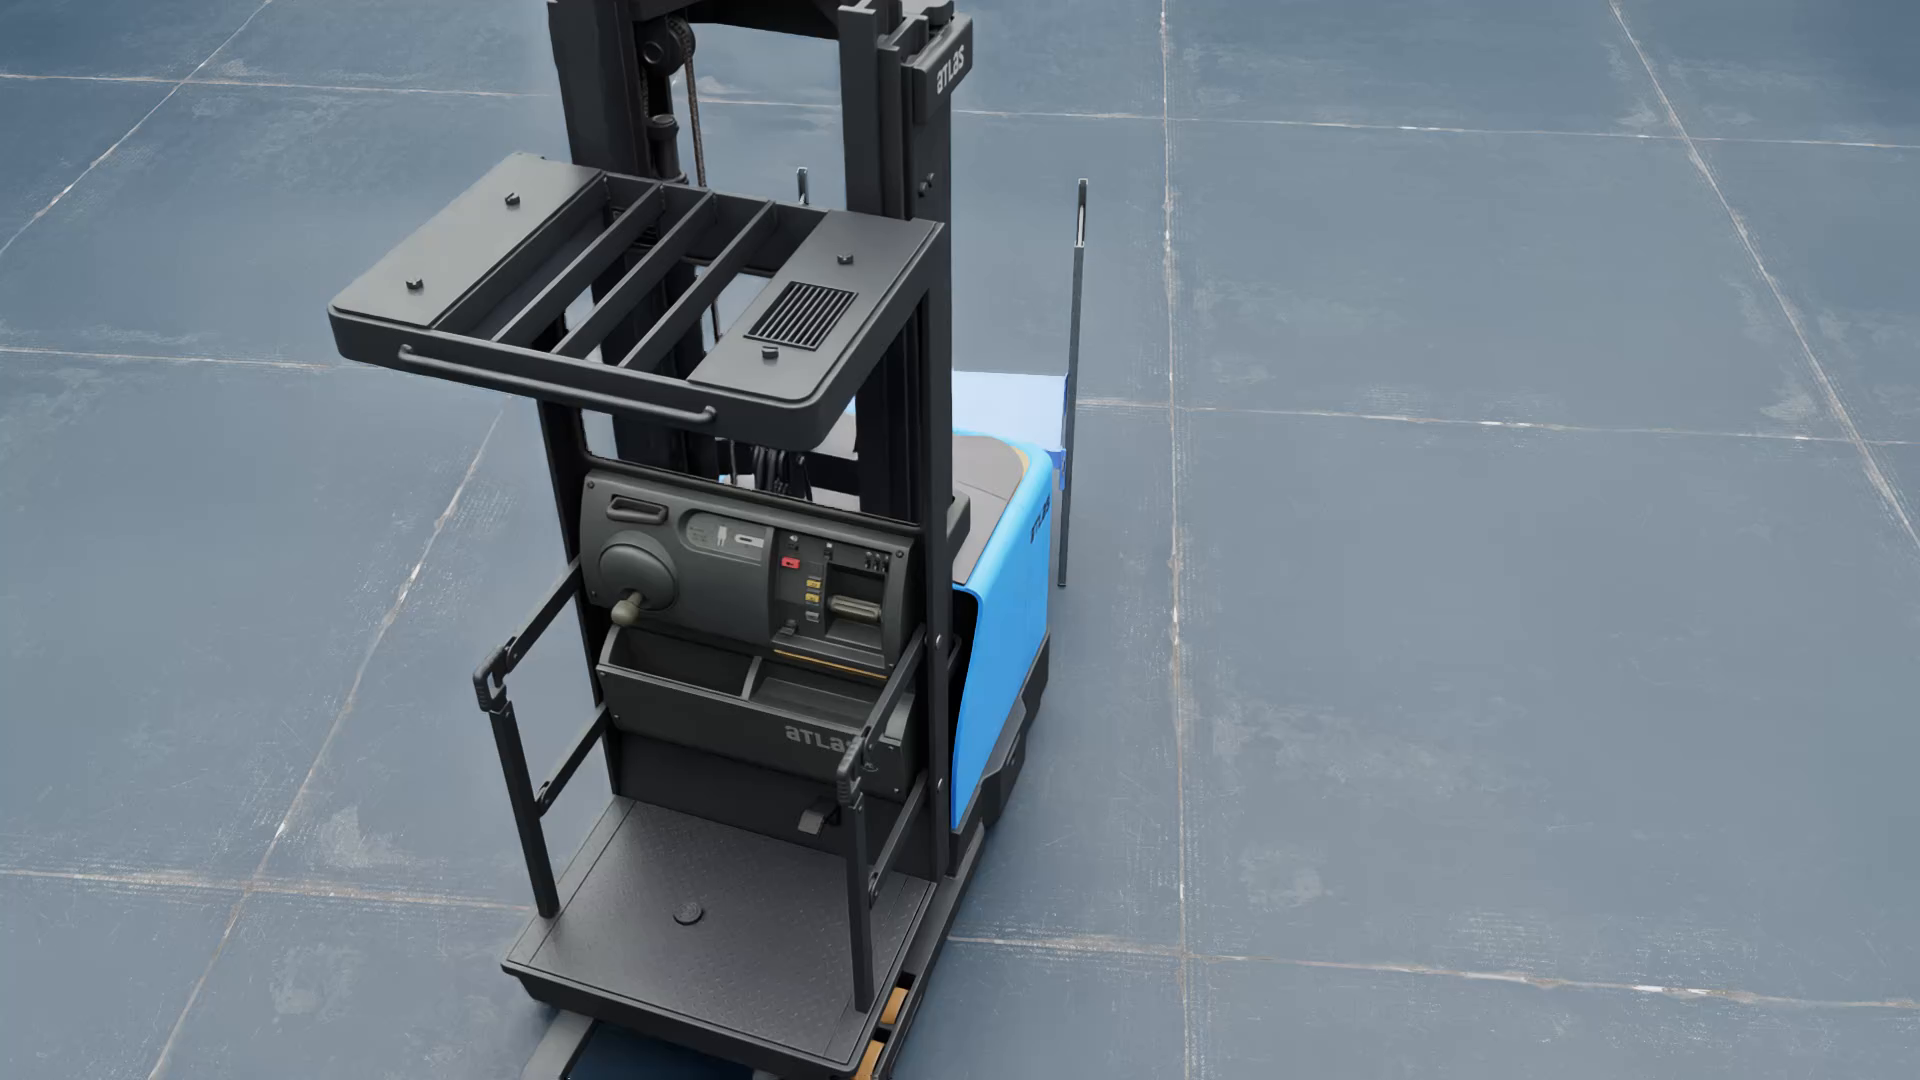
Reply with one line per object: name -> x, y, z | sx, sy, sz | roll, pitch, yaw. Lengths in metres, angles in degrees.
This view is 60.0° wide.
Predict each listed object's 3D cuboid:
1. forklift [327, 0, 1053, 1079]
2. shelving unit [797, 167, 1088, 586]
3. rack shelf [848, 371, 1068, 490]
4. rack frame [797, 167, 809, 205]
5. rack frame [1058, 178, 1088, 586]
forklift -> -0.644, 0.168, 4.222 | 1.130, 2.935, 3.031 | 12, 41, 15
shelving unit -> -0.085, -0.586, 6.282 | 1.048, 1.500, 0.538 | 3, 39, 4
rack shelf -> -0.085, -0.447, 6.396 | 1.000, 0.185, 0.538 | 3, 39, 4
rack frame -> -0.591, -0.614, 6.316 | 0.032, 1.500, 0.500 | 3, 39, 4
rack frame -> 0.421, -0.559, 6.248 | 0.032, 1.500, 0.500 | 3, 39, 4
